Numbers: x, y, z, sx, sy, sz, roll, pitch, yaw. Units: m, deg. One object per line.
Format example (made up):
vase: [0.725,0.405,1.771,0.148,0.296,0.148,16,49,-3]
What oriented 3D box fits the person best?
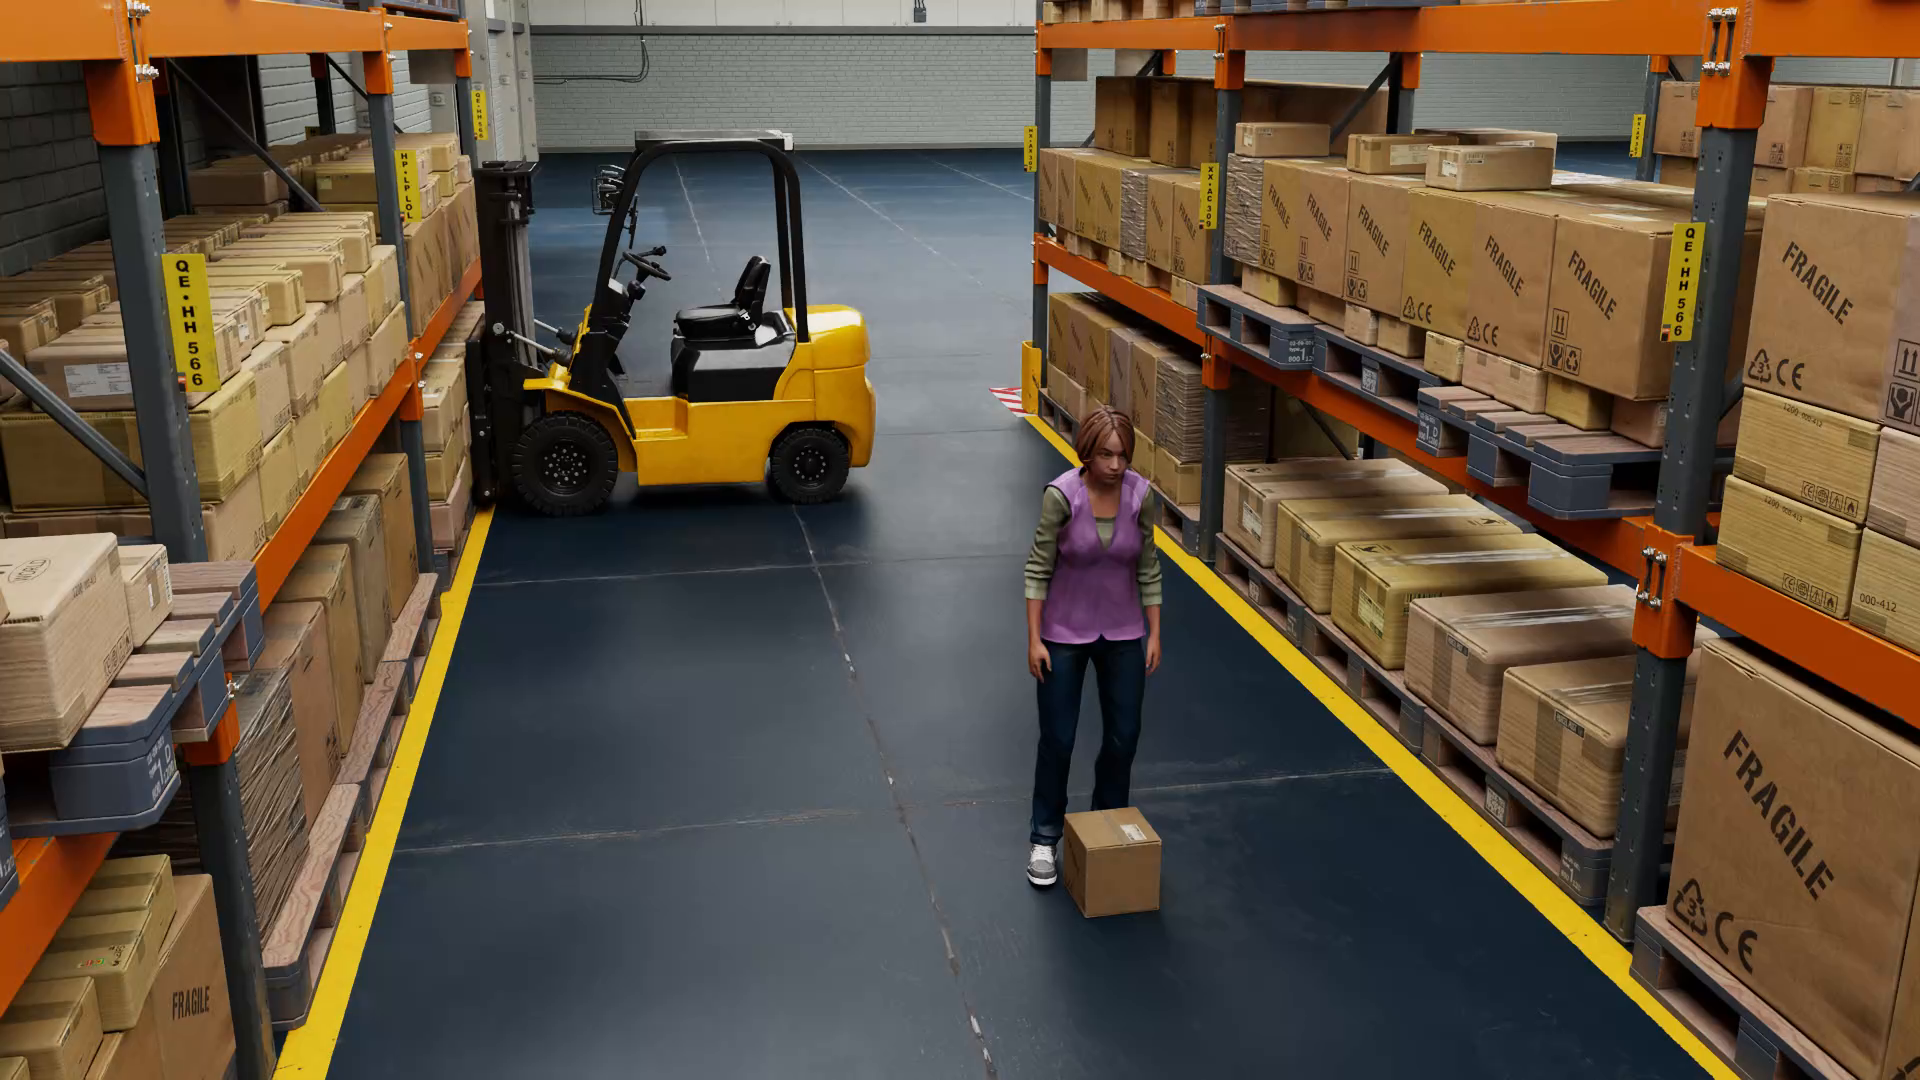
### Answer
person: [0.438,0.339,5.423,0.461,1.593,0.365,-3,17,-10]
